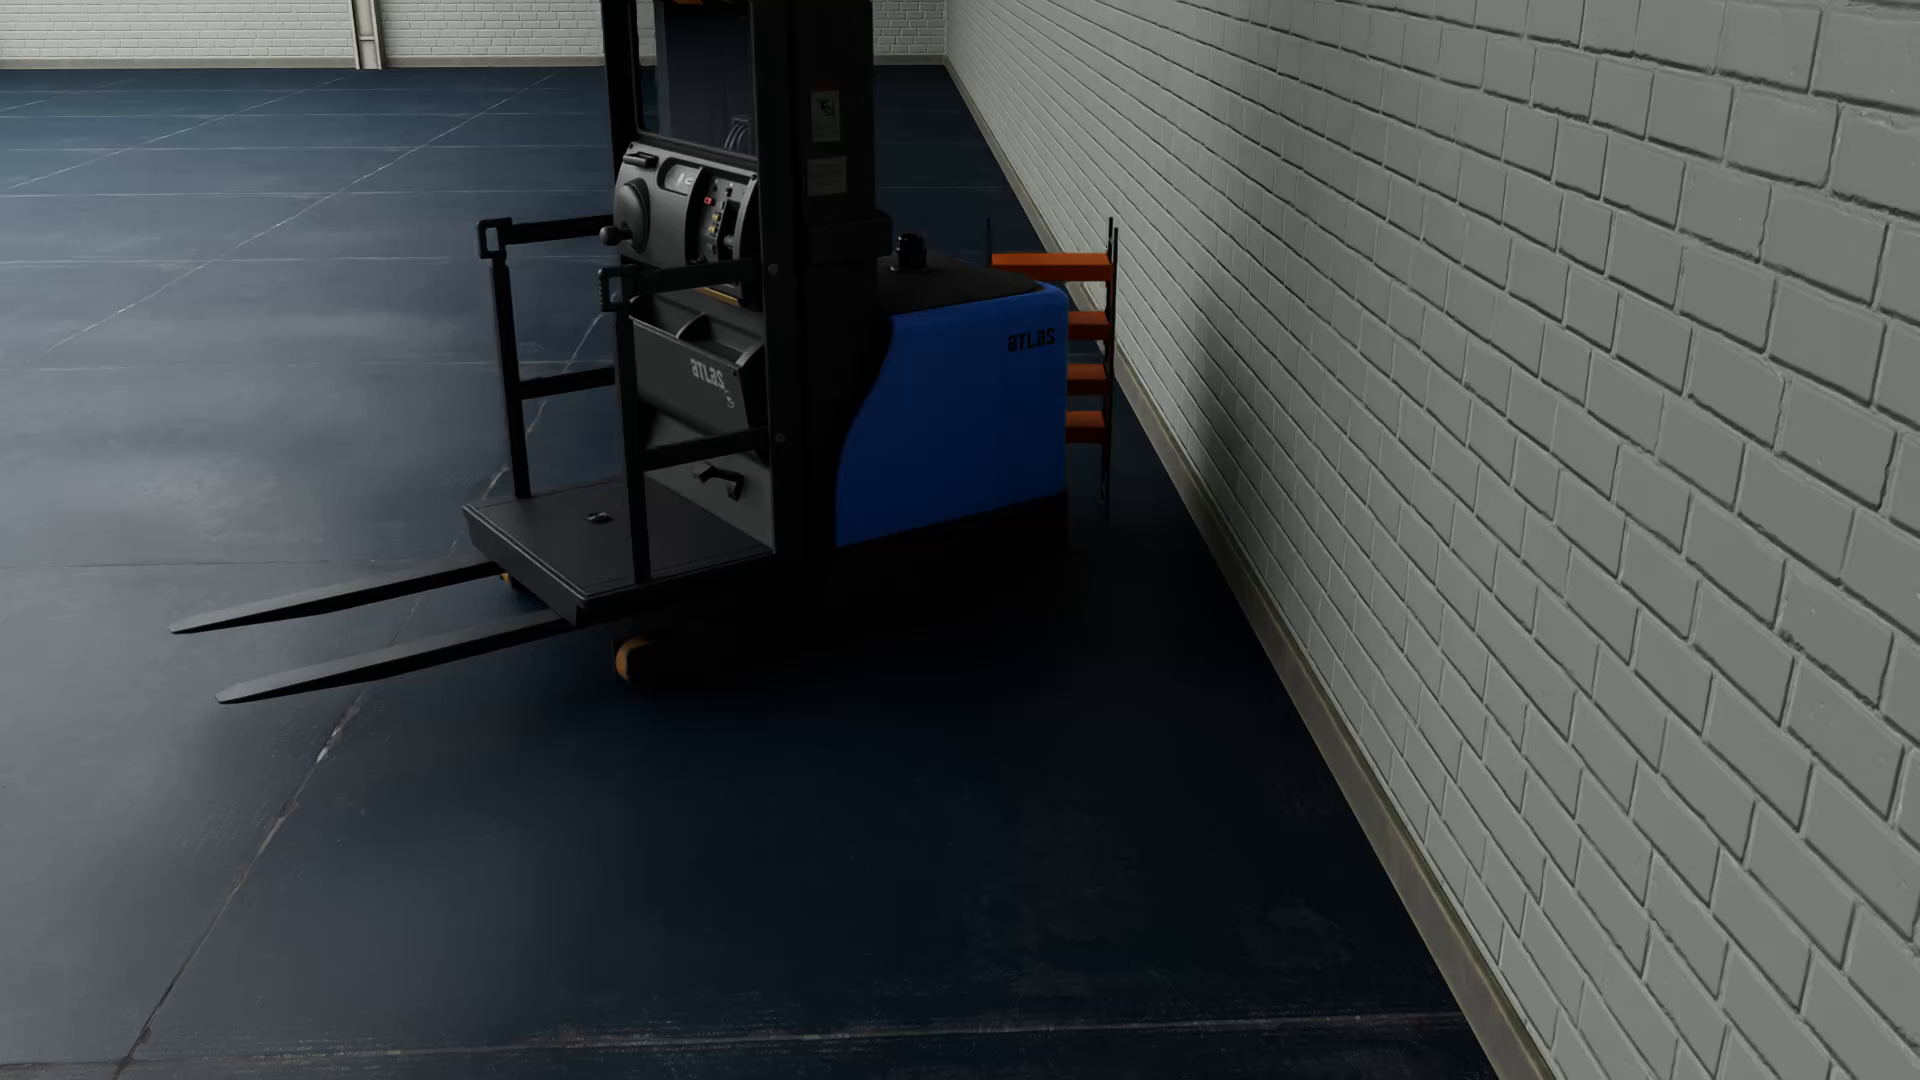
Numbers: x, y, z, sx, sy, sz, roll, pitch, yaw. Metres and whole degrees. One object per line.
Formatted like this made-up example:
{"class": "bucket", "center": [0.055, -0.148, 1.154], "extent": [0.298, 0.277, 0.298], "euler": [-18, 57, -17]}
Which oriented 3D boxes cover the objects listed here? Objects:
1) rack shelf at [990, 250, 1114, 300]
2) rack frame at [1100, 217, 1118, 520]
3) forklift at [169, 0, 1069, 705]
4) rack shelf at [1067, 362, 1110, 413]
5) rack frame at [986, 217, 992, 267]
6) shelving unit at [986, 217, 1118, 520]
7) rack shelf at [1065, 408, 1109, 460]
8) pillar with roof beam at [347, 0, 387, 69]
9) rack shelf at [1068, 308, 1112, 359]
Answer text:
{"class": "rack shelf", "center": [0.357, -1.051, 6.591], "extent": [0.480, 0.148, 0.258], "euler": [0, 21, 0]}
{"class": "rack frame", "center": [0.601, -0.684, 6.731], "extent": [0.015, 1.200, 0.240], "euler": [0, 21, 0]}
{"class": "forklift", "center": [-1.086, -1.104, 5.402], "extent": [3.031, 2.935, 1.130], "euler": [-14, 25, -33]}
{"class": "rack shelf", "center": [0.357, -0.621, 6.754], "extent": [0.480, 0.148, 0.258], "euler": [0, 21, 0]}
{"class": "rack frame", "center": [0.113, -0.683, 6.729], "extent": [0.015, 1.200, 0.240], "euler": [0, 21, 0]}
{"class": "shelving unit", "center": [0.357, -0.684, 6.730], "extent": [0.503, 1.200, 0.258], "euler": [0, 21, 0]}
{"class": "rack shelf", "center": [0.357, -0.435, 6.825], "extent": [0.480, 0.148, 0.258], "euler": [0, 21, 0]}
{"class": "pillar with roof beam", "center": [-8.953, -10.053, 20.379], "extent": [0.400, 9.000, 9.100], "euler": [-1, 21, -3]}
{"class": "rack shelf", "center": [0.357, -0.830, 6.675], "extent": [0.480, 0.148, 0.258], "euler": [0, 21, 0]}
